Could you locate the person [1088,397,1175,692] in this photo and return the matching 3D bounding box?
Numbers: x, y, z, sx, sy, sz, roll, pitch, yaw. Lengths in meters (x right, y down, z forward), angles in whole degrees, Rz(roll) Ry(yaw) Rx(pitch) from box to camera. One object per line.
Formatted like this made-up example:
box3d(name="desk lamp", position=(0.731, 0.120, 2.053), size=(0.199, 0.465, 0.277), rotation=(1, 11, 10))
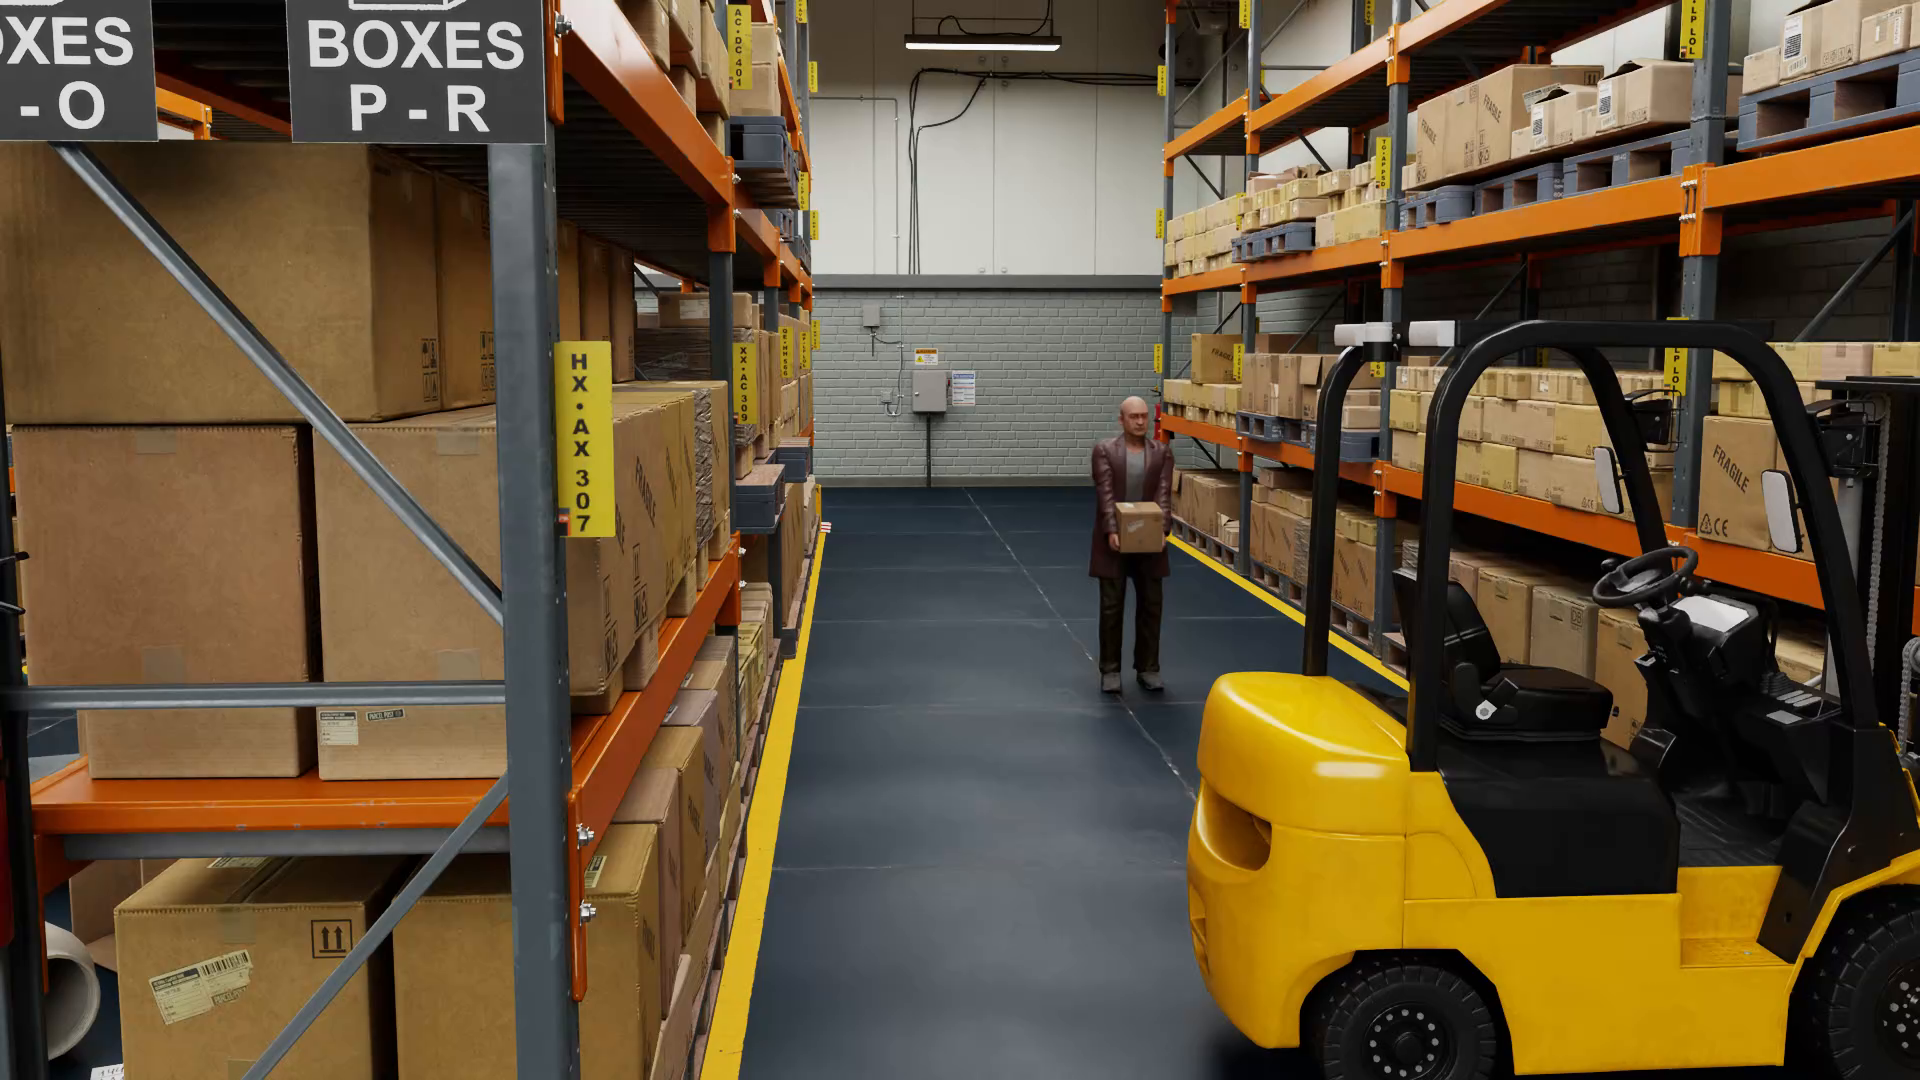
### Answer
box3d(name="person", position=(1.049, 0.028, 10.080), size=(0.525, 1.779, 0.558), rotation=(-1, 7, -5))
